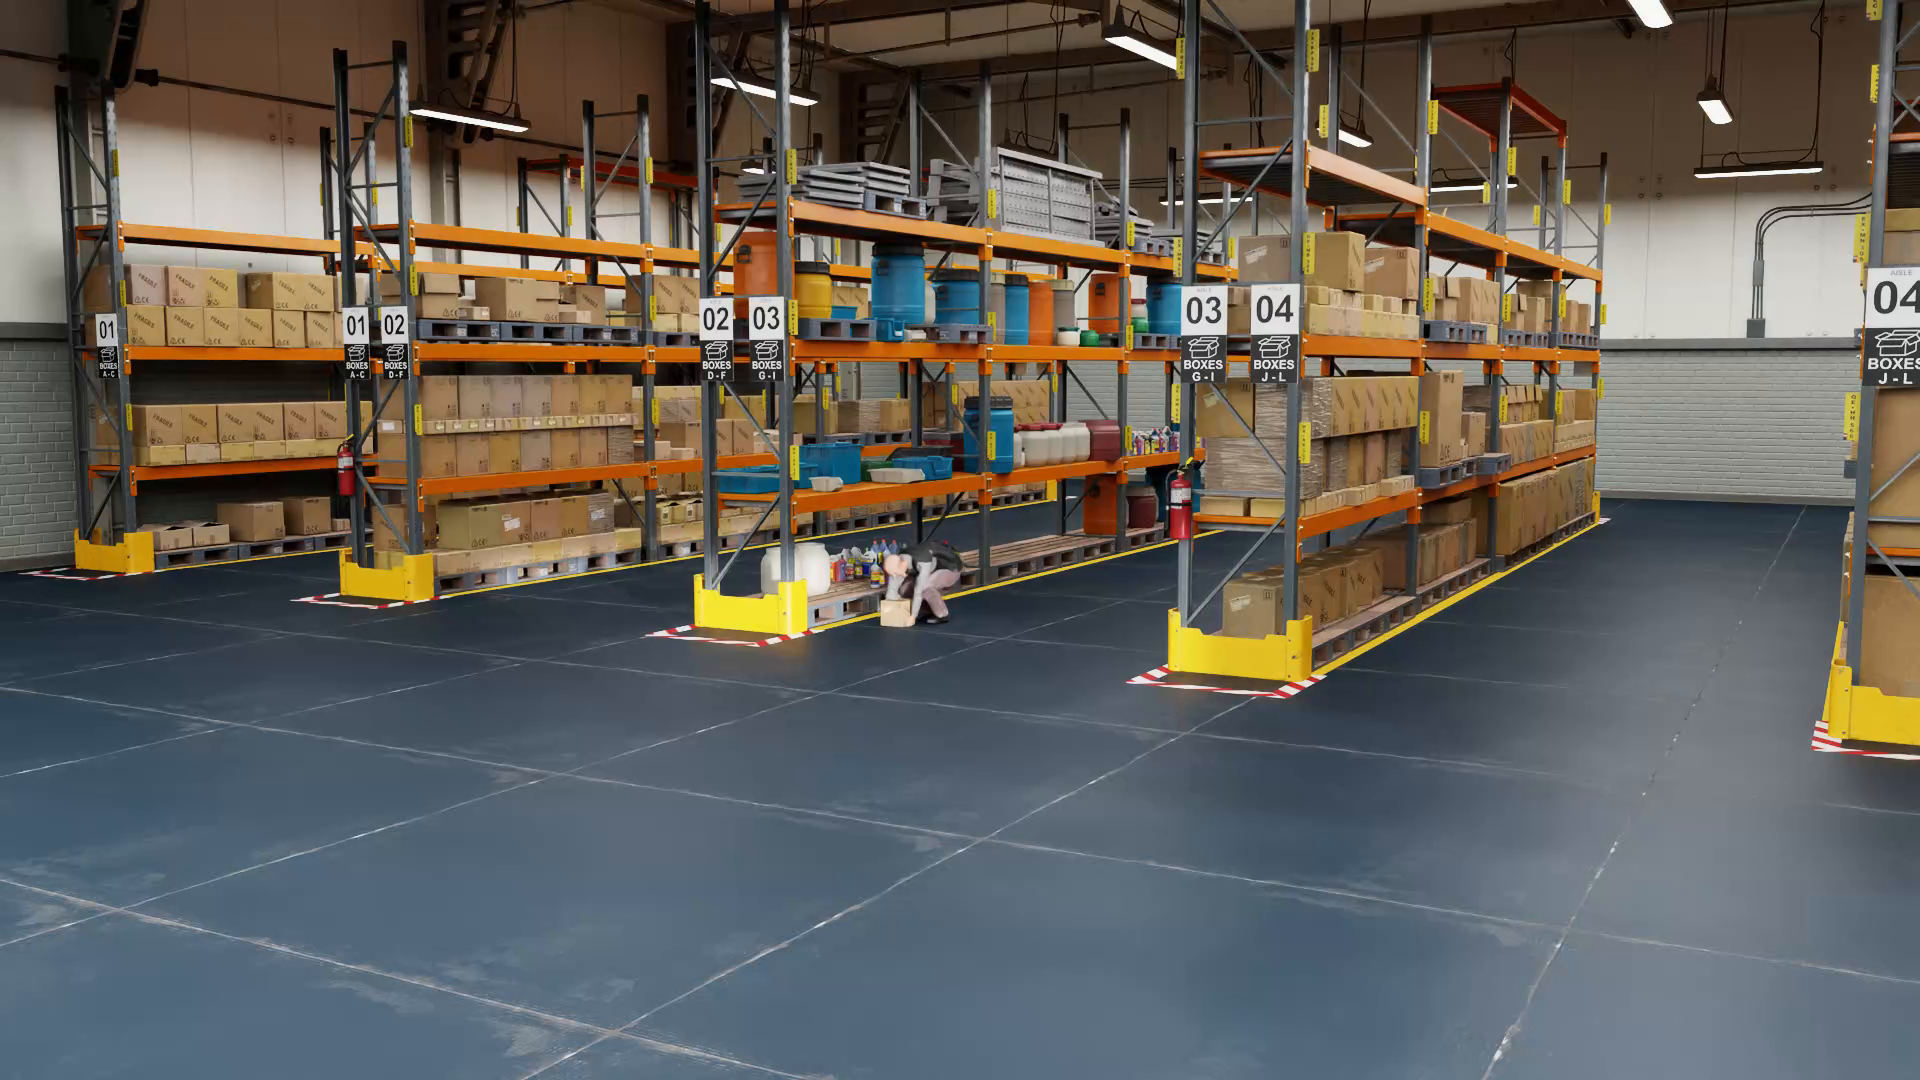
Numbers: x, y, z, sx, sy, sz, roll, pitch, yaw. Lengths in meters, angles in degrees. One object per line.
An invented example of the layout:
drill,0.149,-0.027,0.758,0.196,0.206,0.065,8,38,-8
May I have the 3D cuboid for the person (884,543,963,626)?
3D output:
person,-0.396,0.446,16.568,0.945,0.807,0.501,-6,8,-44
